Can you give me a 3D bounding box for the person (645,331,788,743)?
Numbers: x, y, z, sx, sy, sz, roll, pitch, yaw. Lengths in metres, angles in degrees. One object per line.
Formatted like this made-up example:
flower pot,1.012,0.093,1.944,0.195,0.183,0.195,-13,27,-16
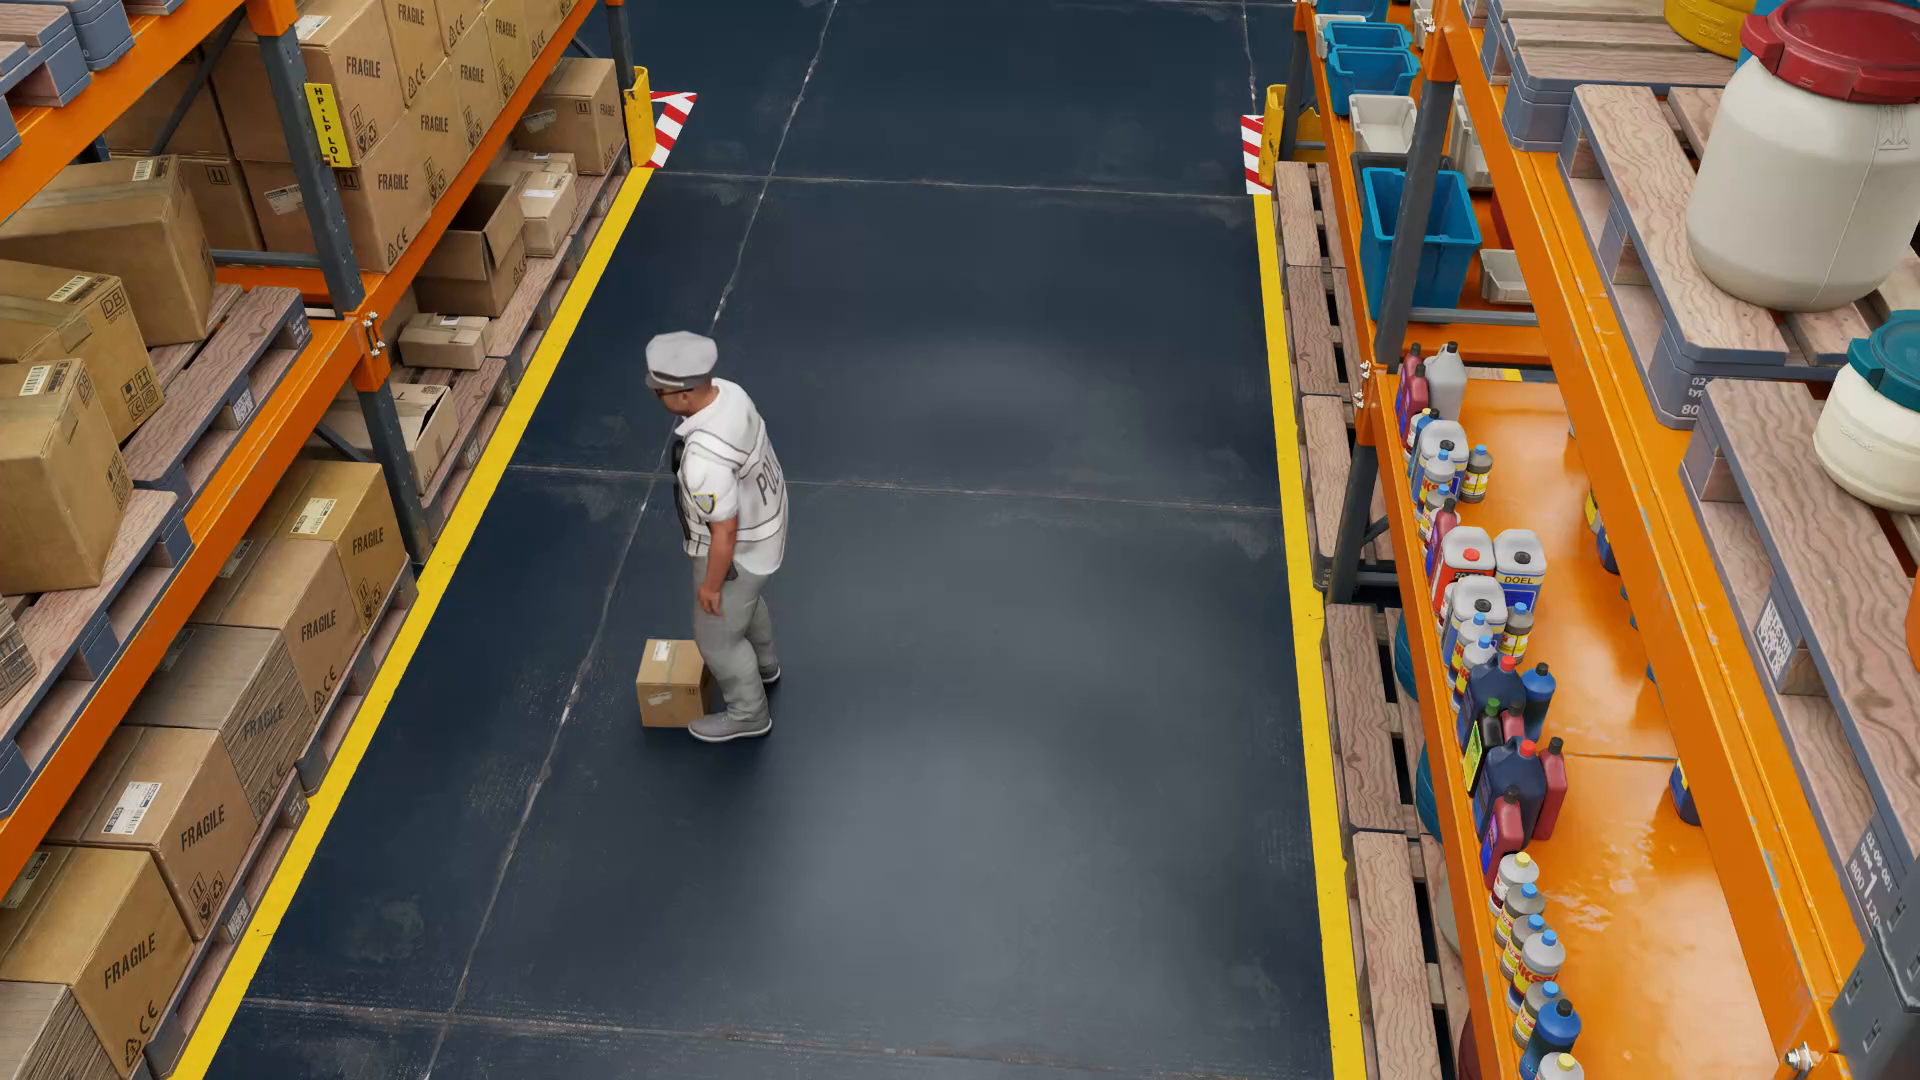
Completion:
person,-0.852,0.005,6.145,0.436,1.746,0.588,2,40,2
